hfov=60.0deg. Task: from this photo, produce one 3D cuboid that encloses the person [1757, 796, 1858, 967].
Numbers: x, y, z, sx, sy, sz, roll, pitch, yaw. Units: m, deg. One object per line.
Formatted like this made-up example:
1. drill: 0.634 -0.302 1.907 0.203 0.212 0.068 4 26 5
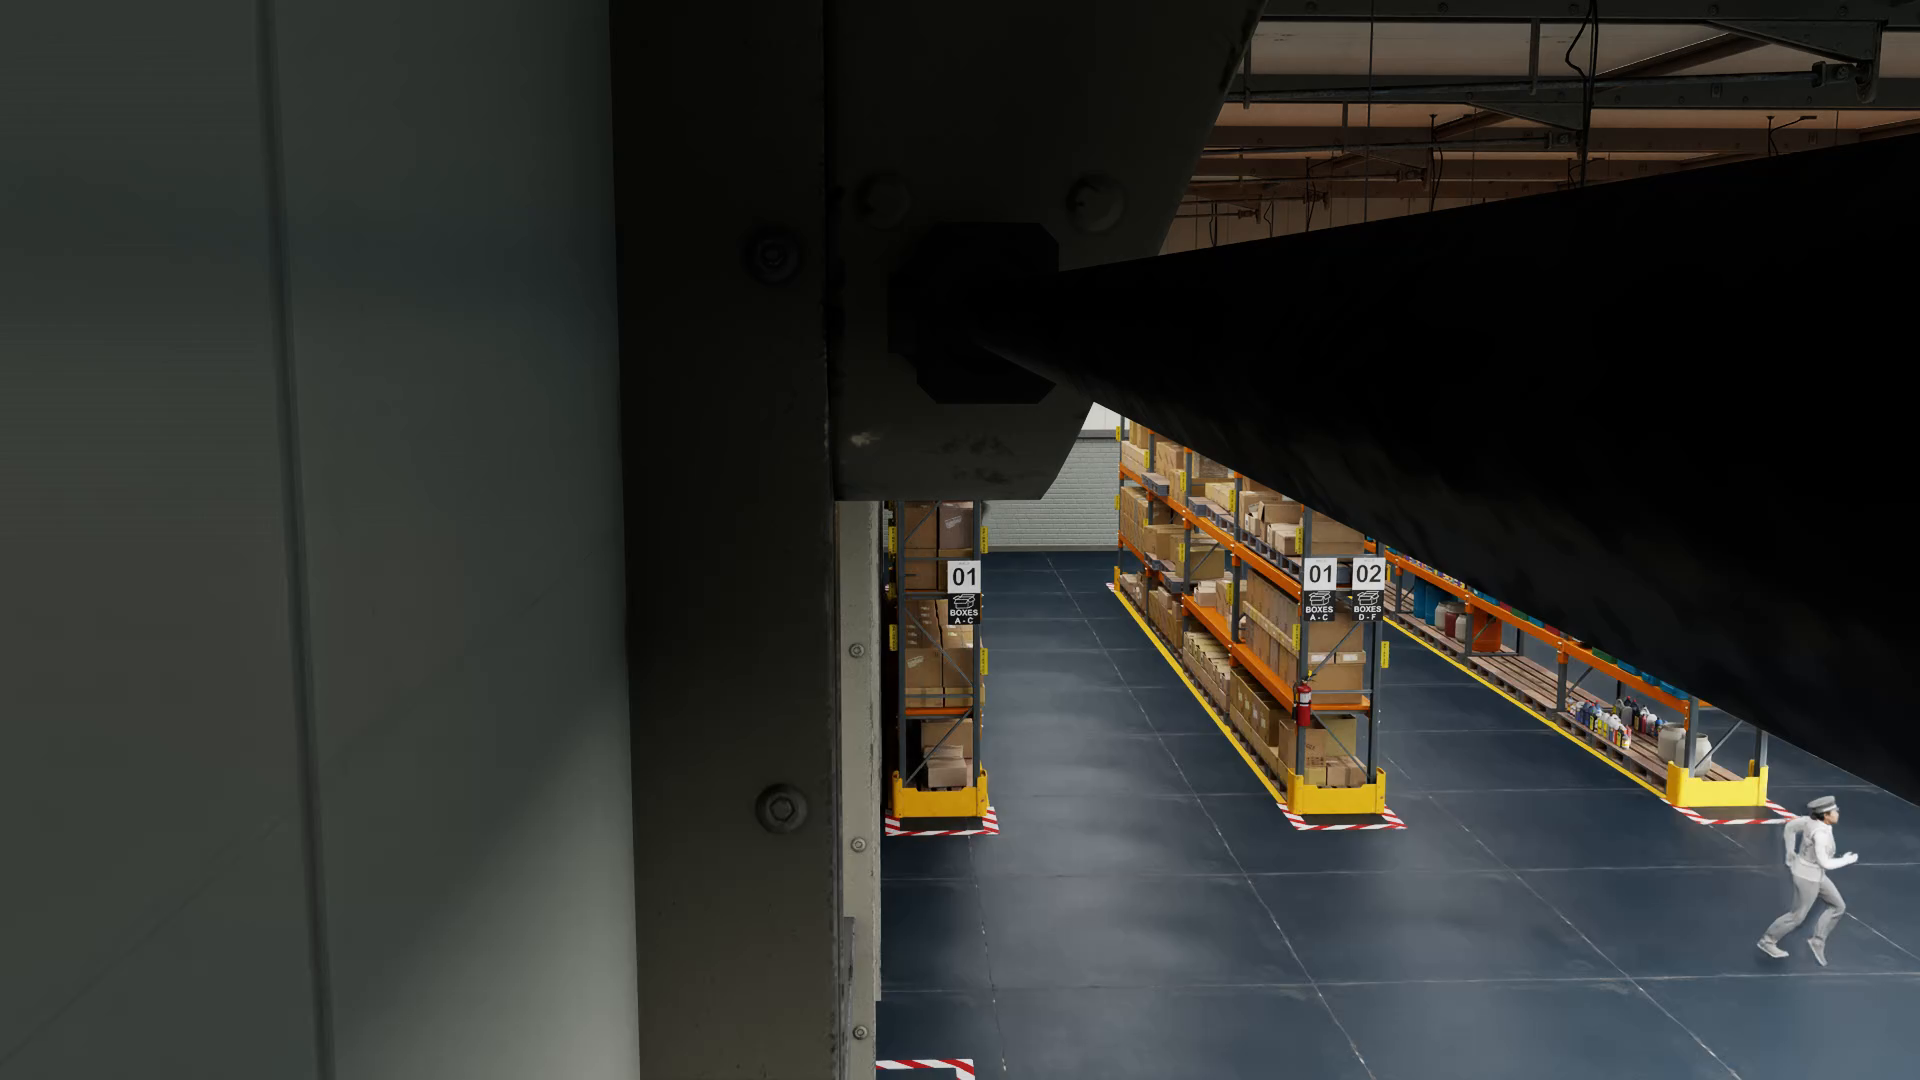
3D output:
1. person: 8.086 3.233 15.854 0.797 1.690 0.640 3 9 21
